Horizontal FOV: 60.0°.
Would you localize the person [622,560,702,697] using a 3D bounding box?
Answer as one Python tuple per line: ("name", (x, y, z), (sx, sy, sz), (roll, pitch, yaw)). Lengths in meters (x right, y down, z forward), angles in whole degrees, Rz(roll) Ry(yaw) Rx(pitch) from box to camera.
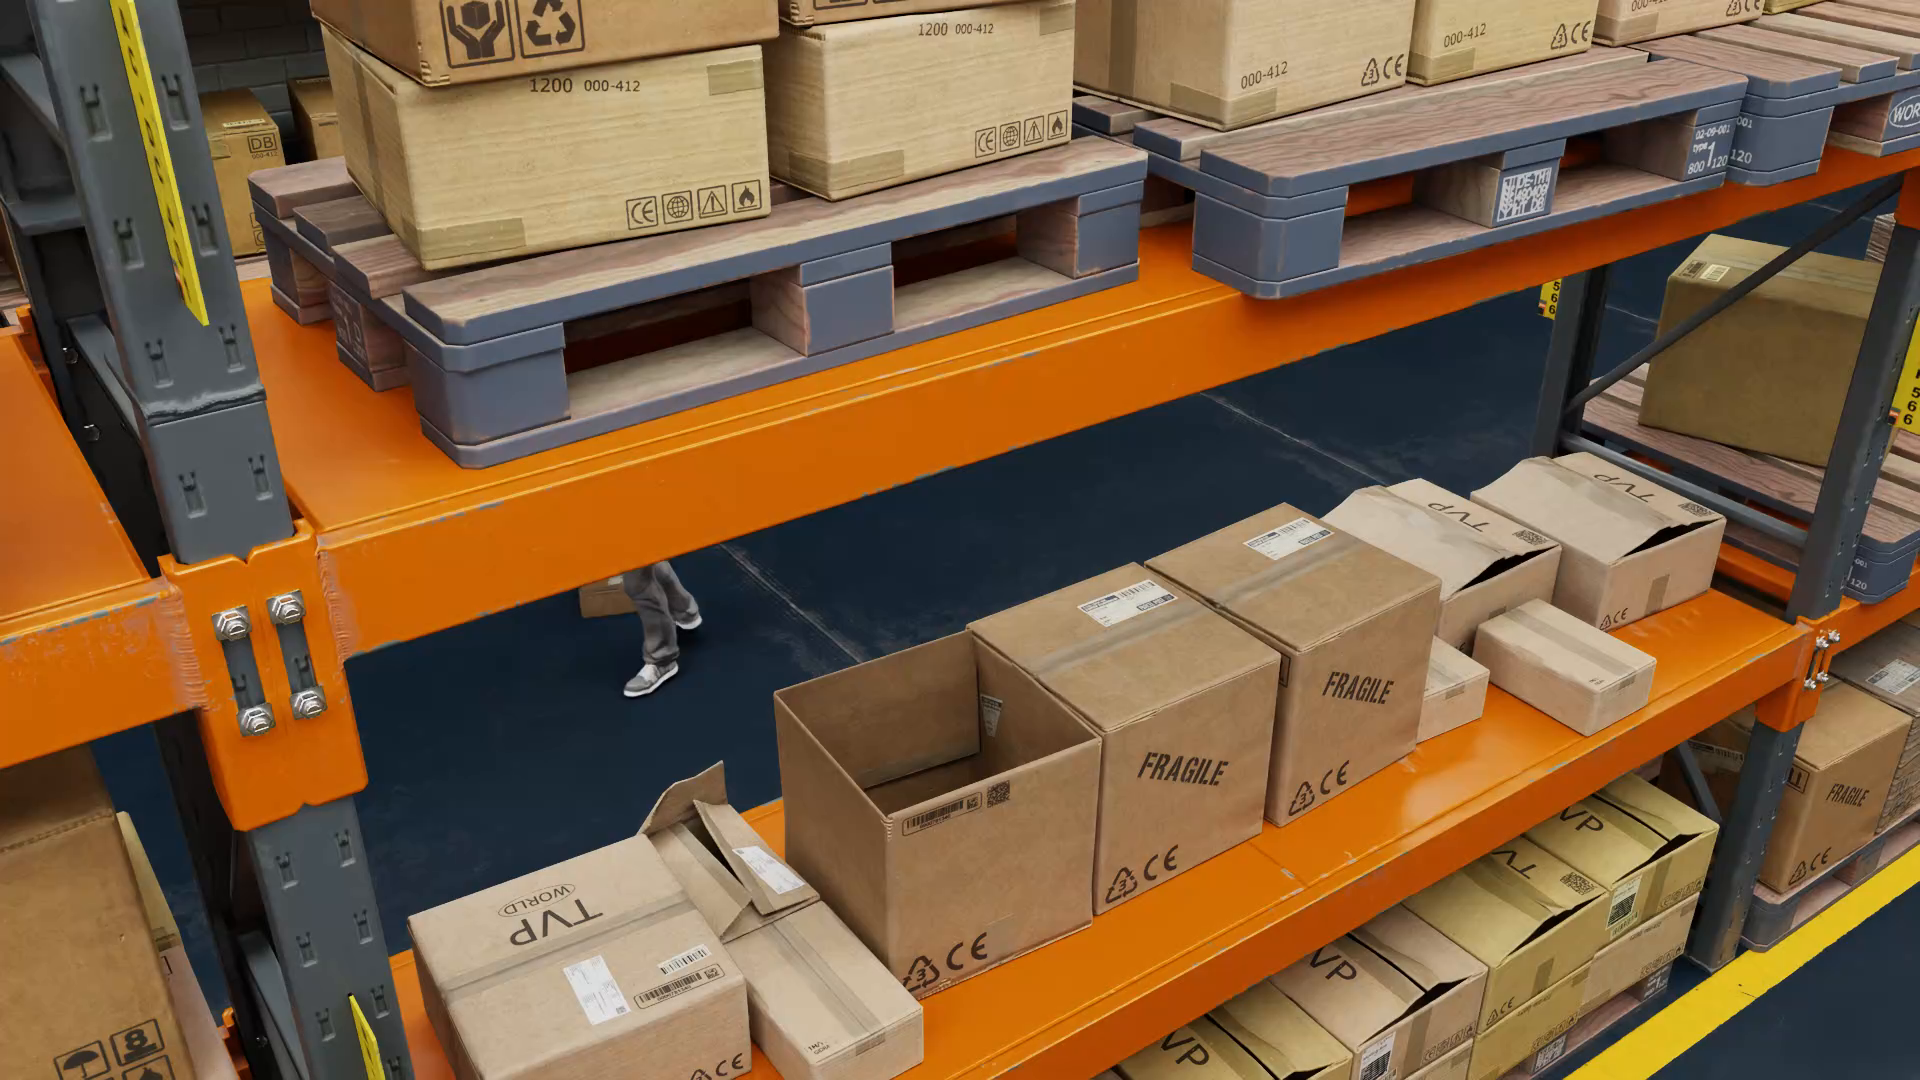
("person", (-1.260, -0.199, 6.493), (0.458, 1.592, 0.598), (-11, 31, -20))
